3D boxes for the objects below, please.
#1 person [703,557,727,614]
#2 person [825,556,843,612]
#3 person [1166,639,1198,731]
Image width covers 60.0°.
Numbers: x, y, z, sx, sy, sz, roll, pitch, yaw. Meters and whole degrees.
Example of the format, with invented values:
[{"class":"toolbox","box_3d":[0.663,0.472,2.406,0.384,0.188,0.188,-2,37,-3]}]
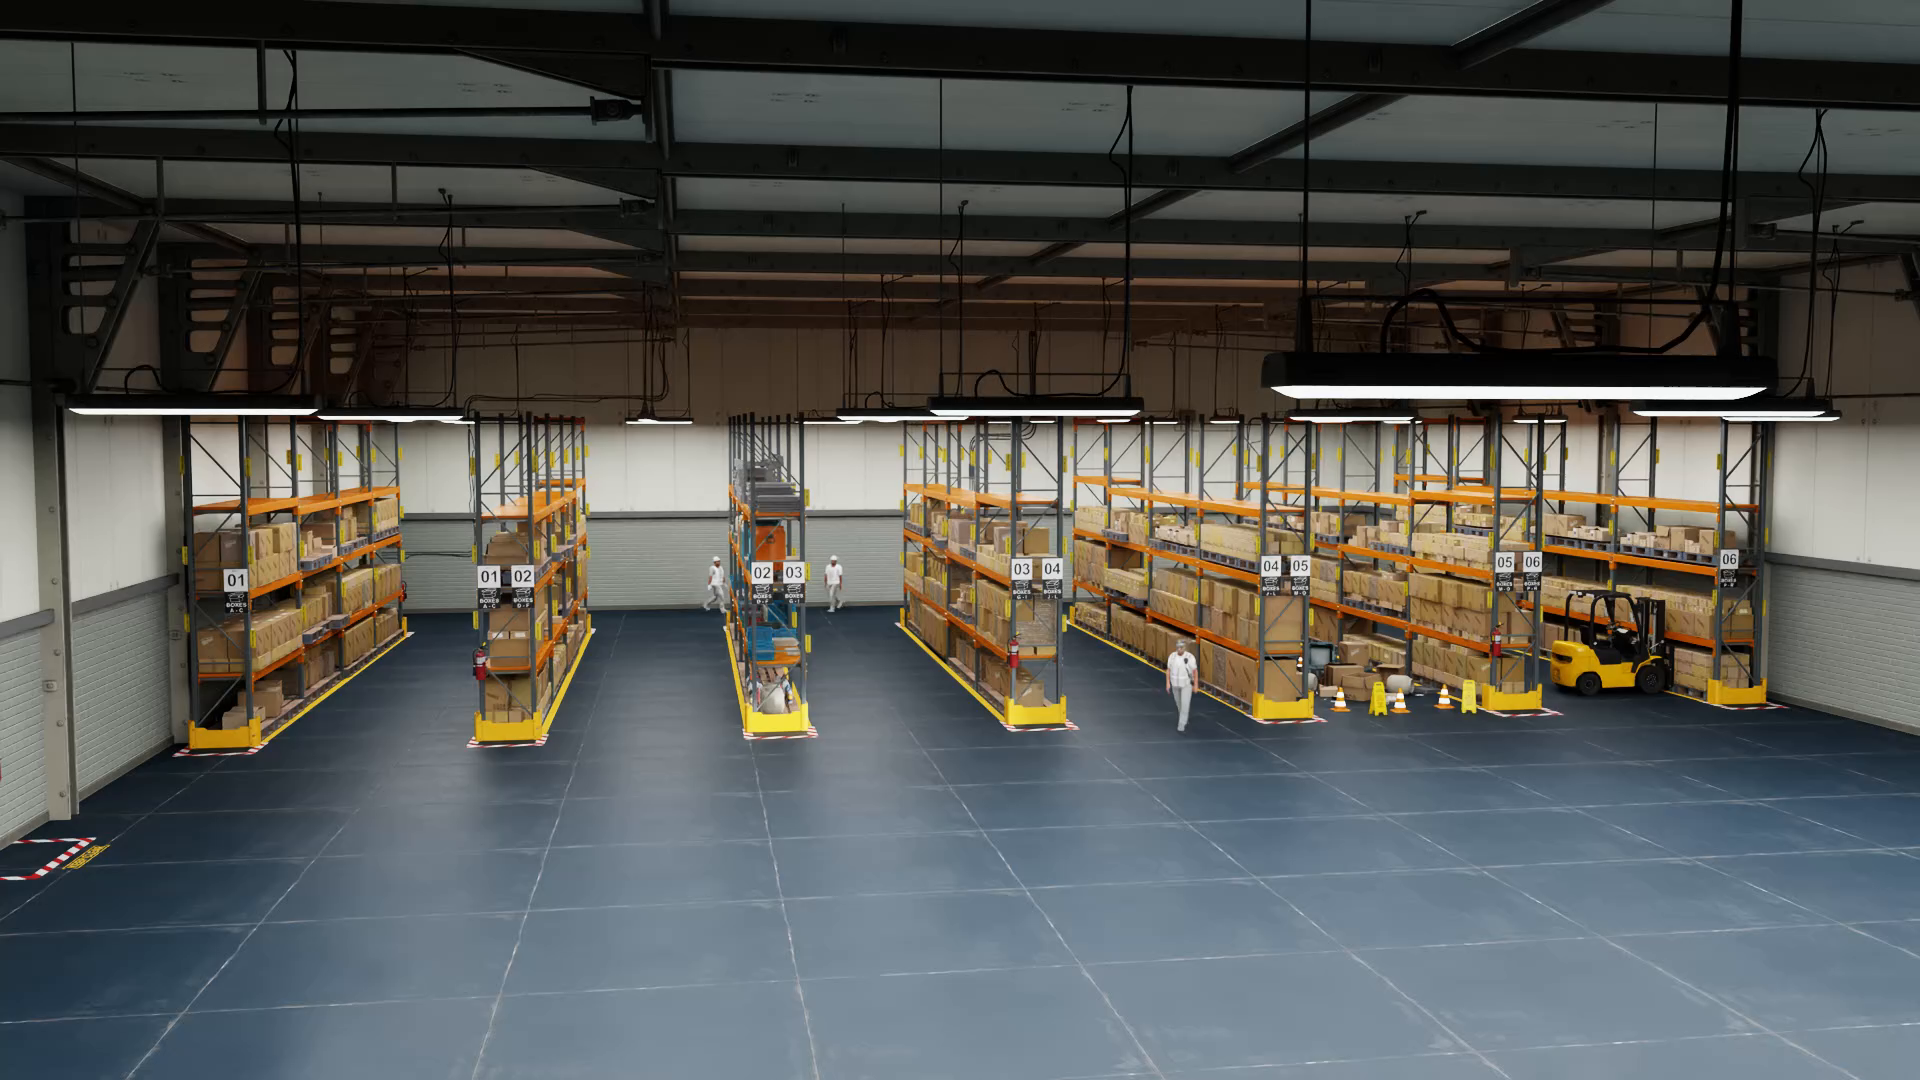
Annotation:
[{"class":"person","box_3d":[-7.476,1.377,51.024,0.993,1.755,0.539,1,4,18]},{"class":"person","box_3d":[-3.890,1.344,51.418,0.555,1.748,0.782,3,5,41]},{"class":"person","box_3d":[4.140,2.718,31.282,0.559,1.705,1.027,2,5,31]}]
